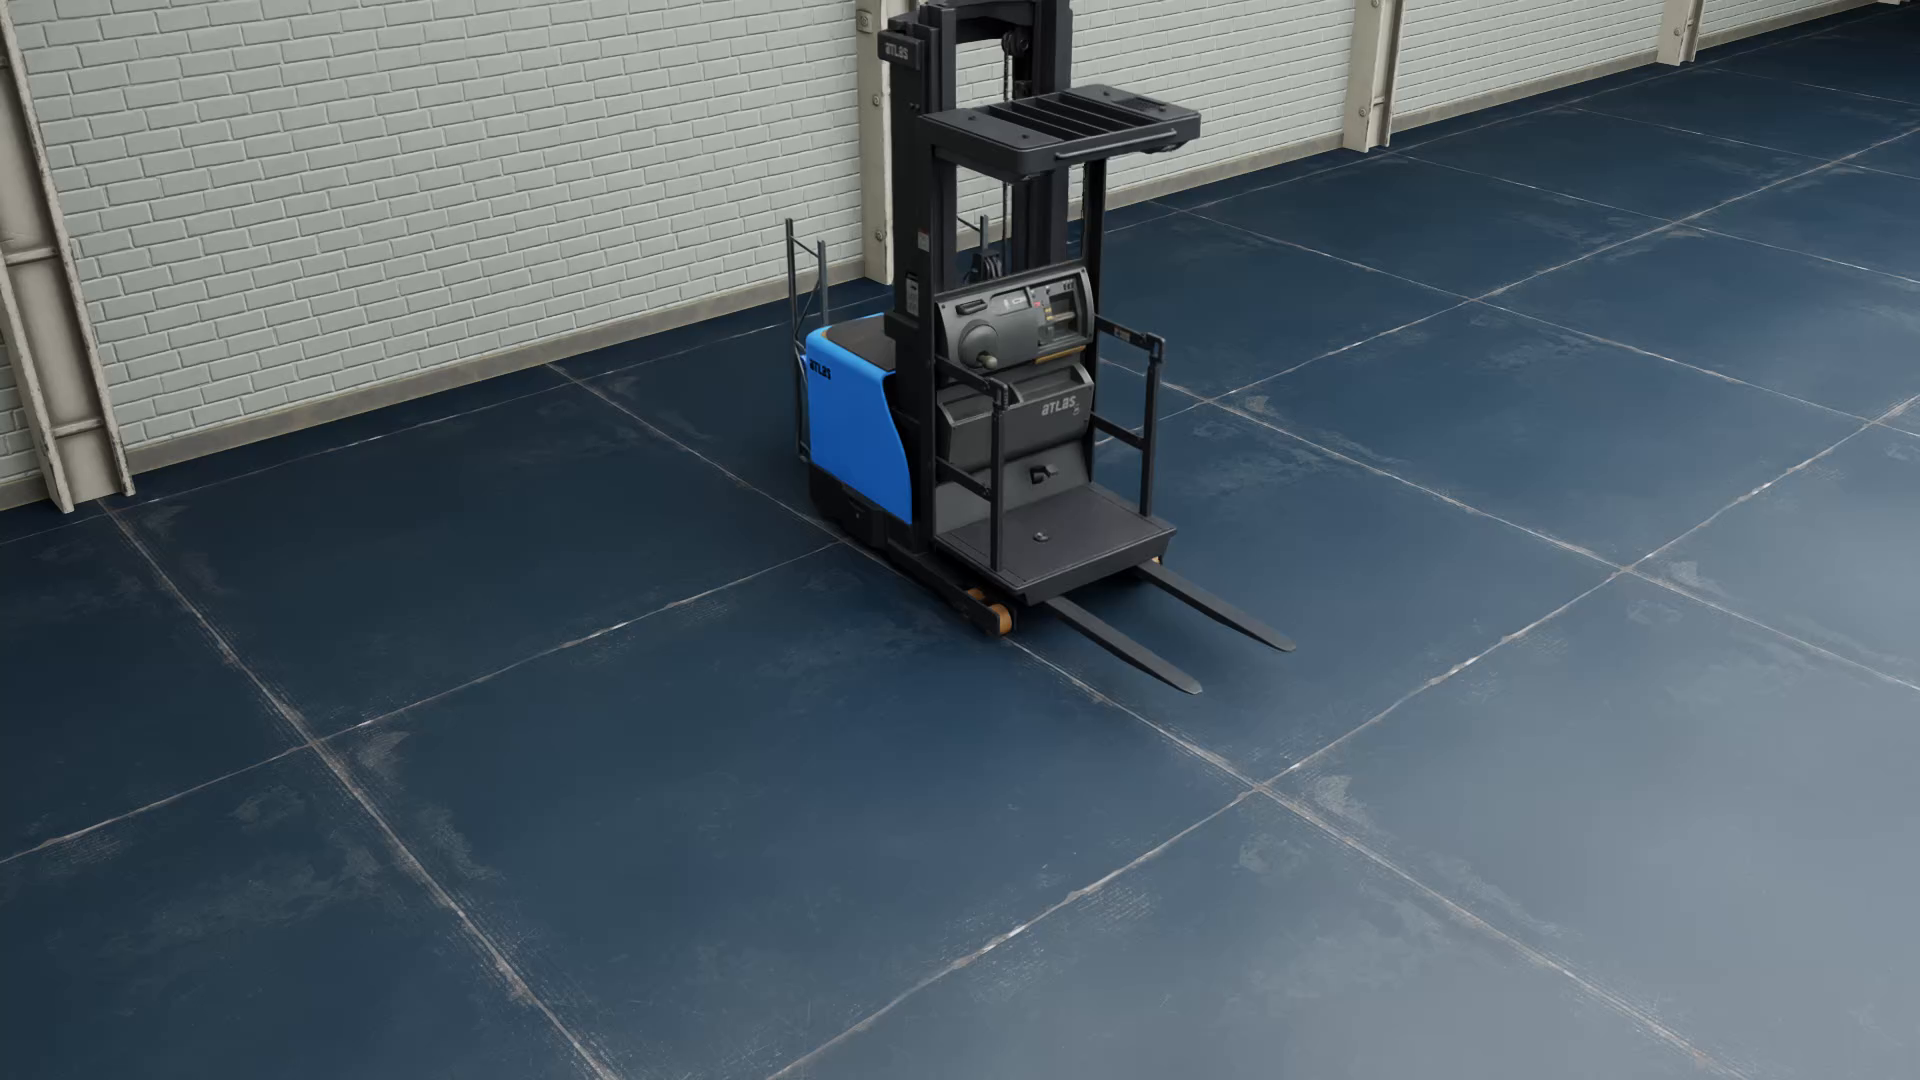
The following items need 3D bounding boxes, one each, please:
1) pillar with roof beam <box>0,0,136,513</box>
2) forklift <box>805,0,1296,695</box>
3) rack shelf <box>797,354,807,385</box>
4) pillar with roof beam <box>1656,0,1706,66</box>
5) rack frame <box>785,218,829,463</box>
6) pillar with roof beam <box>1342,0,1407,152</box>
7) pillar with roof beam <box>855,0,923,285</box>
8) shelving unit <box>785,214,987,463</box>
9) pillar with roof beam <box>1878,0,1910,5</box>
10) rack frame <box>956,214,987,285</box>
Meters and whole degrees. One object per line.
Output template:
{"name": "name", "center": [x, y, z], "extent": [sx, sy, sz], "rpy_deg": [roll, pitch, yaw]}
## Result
{"name": "pillar with roof beam", "center": [-2.292, -2.692, 4.739], "extent": [0.400, 9.000, 9.100], "rpy_deg": [-22, 35, -35]}
{"name": "forklift", "center": [0.417, -1.068, 8.139], "extent": [1.130, 2.935, 3.031], "rpy_deg": [-19, 34, -32]}
{"name": "rack shelf", "center": [-0.422, -1.032, 9.972], "extent": [1.000, 0.185, 0.538], "rpy_deg": [-14, 31, -25]}
{"name": "pillar with roof beam", "center": [11.402, -8.198, 15.043], "extent": [0.400, 9.000, 9.100], "rpy_deg": [-22, 35, -35]}
{"name": "rack frame", "center": [-0.870, -1.078, 9.676], "extent": [0.032, 1.500, 0.500], "rpy_deg": [-14, 31, -25]}
{"name": "pillar with roof beam", "center": [6.837, -6.363, 11.609], "extent": [0.400, 9.000, 9.100], "rpy_deg": [-22, 35, -35]}
{"name": "pillar with roof beam", "center": [2.273, -4.527, 8.174], "extent": [0.400, 9.000, 9.100], "rpy_deg": [-22, 35, -35]}
{"name": "shelving unit", "center": [-0.422, -1.191, 9.888], "extent": [1.048, 1.500, 0.538], "rpy_deg": [-14, 31, -25]}
{"name": "pillar with roof beam", "center": [15.966, -10.034, 18.478], "extent": [0.400, 9.000, 9.100], "rpy_deg": [-22, 35, -35]}
{"name": "rack frame", "center": [0.026, -1.304, 10.100], "extent": [0.032, 1.500, 0.500], "rpy_deg": [-14, 31, -25]}
